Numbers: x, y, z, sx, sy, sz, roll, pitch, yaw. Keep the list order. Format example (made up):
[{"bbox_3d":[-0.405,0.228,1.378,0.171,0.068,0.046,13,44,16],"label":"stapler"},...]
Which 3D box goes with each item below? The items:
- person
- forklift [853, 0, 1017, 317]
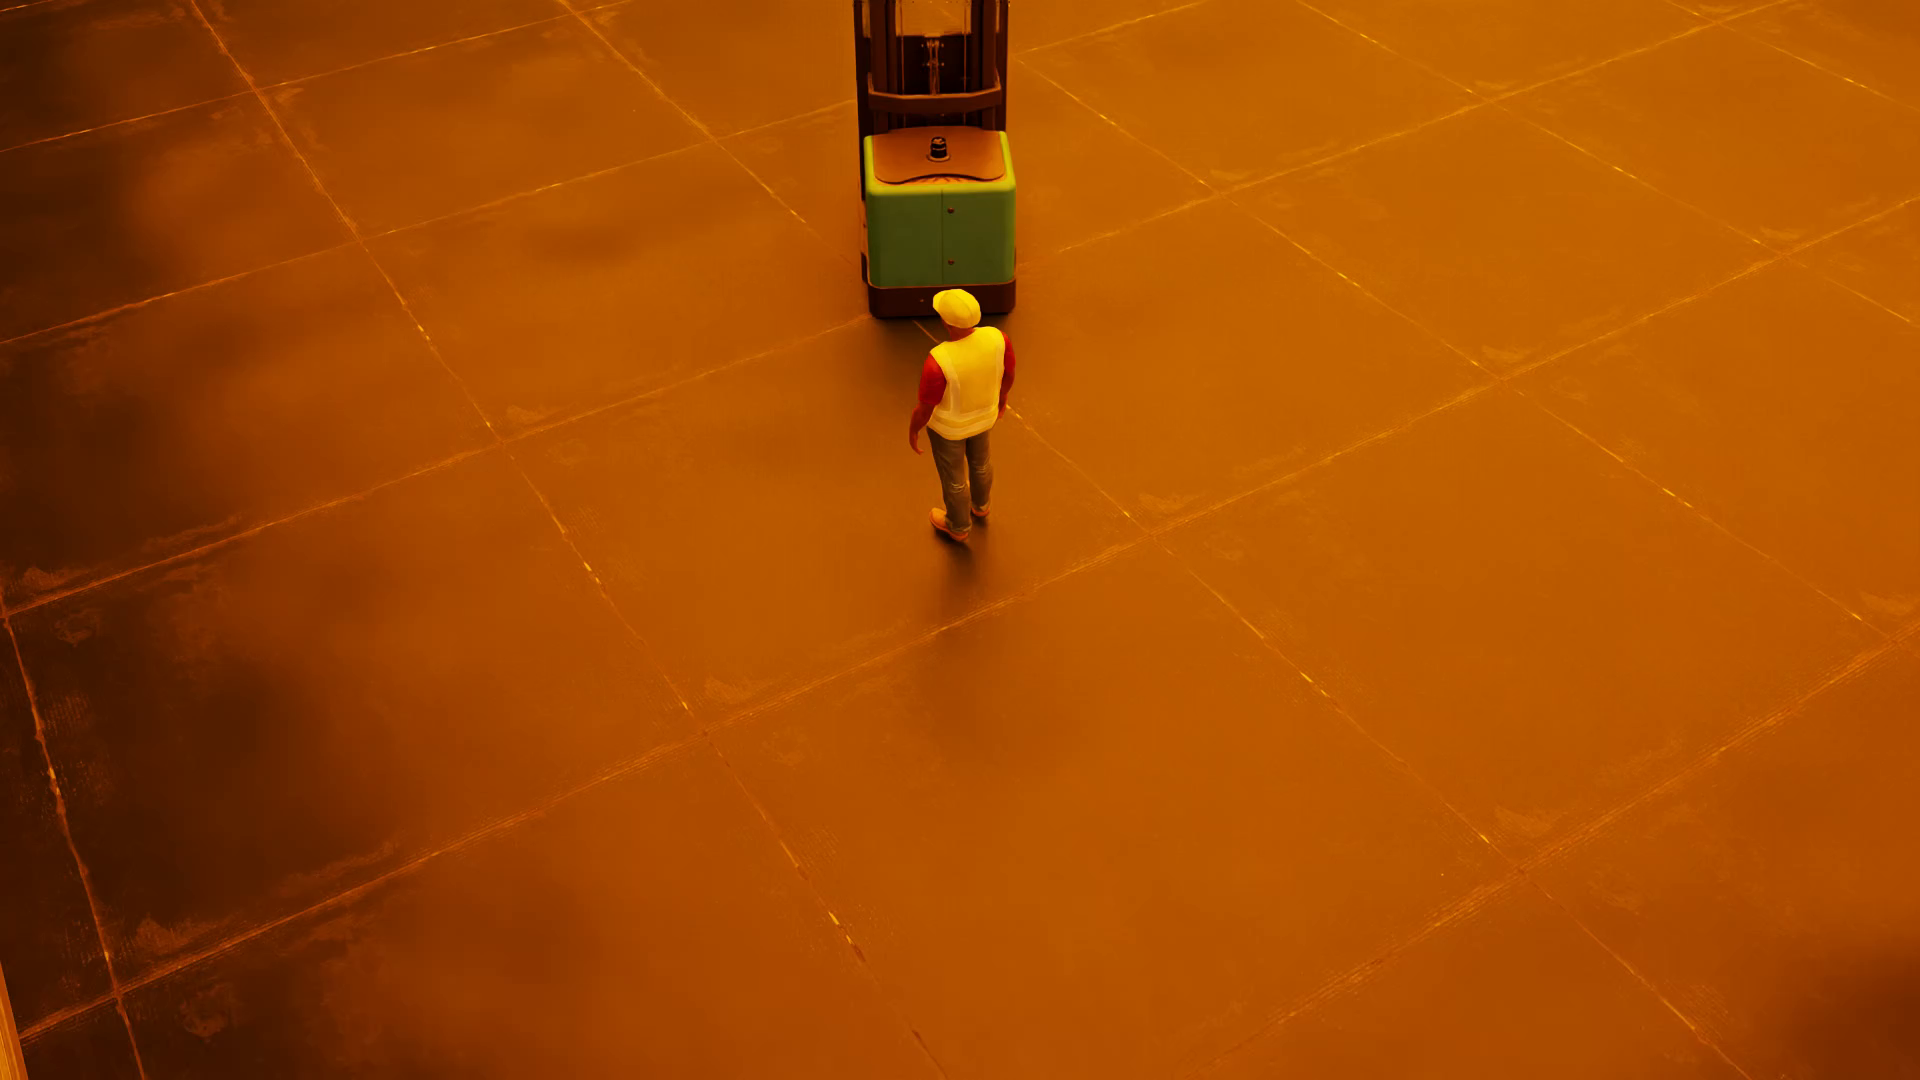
[{"bbox_3d":[-0.033,-0.740,9.535,0.665,1.761,0.574,-23,46,-24],"label":"person"},{"bbox_3d":[-0.223,-3.644,12.041,1.130,2.935,3.031,-3,41,-3],"label":"forklift"}]
